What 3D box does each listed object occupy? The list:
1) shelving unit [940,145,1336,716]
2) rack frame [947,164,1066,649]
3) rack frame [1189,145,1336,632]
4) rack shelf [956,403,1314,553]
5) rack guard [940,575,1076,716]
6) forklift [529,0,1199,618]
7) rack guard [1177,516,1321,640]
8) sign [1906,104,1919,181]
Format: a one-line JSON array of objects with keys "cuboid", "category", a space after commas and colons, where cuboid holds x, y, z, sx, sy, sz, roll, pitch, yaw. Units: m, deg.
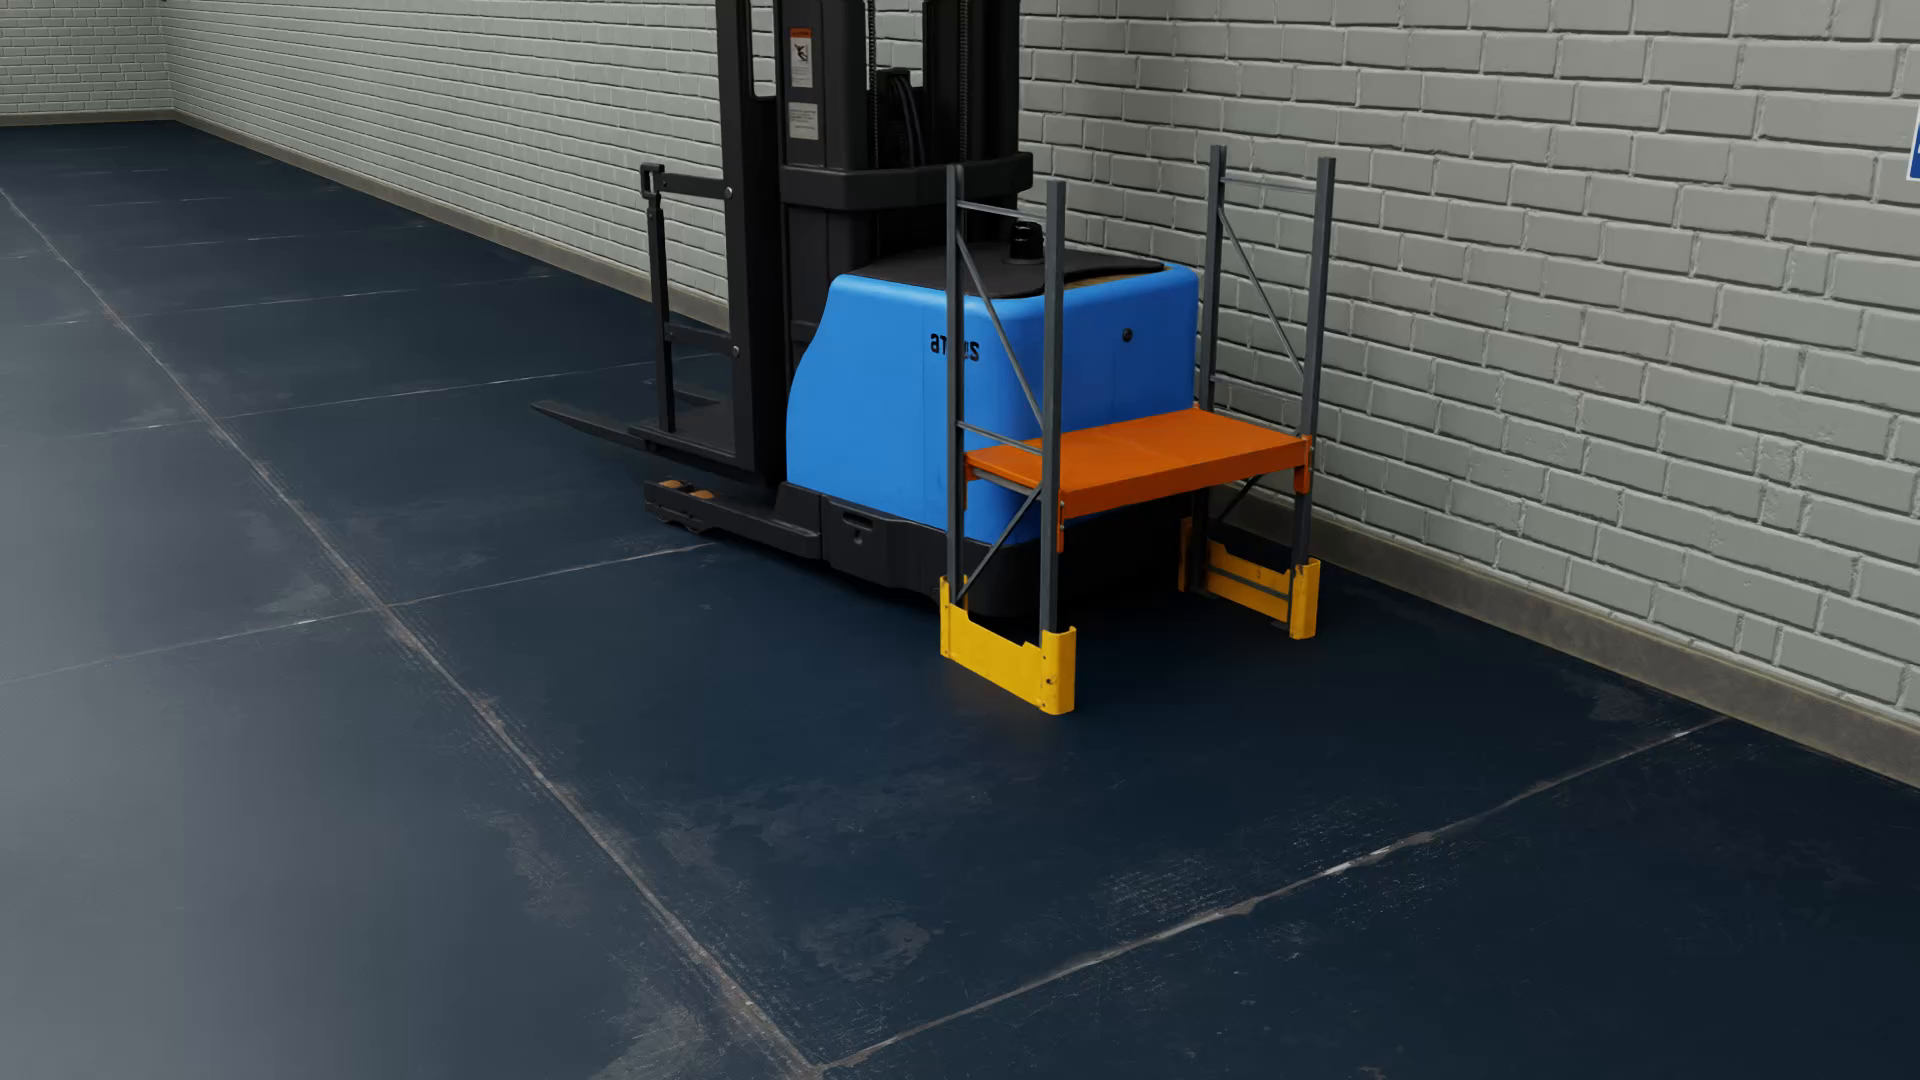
[{"cuboid": [0.540, -0.381, 5.030, 1.083, 1.500, 0.587, -13, 23, -33], "category": "shelving unit"}, {"cuboid": [0.119, -0.285, 4.746, 0.032, 1.500, 0.500, -13, 23, -33], "category": "rack frame"}, {"cuboid": [0.947, -0.474, 5.304, 0.032, 1.500, 0.500, -13, 23, -33], "category": "rack frame"}, {"cuboid": [0.533, -0.209, 5.083, 1.000, 0.185, 0.538, -13, 23, -33], "category": "rack shelf"}, {"cuboid": [0.134, 0.303, 4.957, 0.087, 0.250, 0.587, -13, 23, -33], "category": "rack guard"}, {"cuboid": [-0.580, -1.517, 6.154, 3.031, 2.935, 1.130, 17, 25, 41], "category": "forklift"}, {"cuboid": [0.946, 0.119, 5.503, 0.087, 0.250, 0.587, -13, 23, -33], "category": "rack guard"}, {"cuboid": [2.429, -0.950, 3.948, 0.001, 0.218, 0.327, -12, 22, -31], "category": "sign"}]
